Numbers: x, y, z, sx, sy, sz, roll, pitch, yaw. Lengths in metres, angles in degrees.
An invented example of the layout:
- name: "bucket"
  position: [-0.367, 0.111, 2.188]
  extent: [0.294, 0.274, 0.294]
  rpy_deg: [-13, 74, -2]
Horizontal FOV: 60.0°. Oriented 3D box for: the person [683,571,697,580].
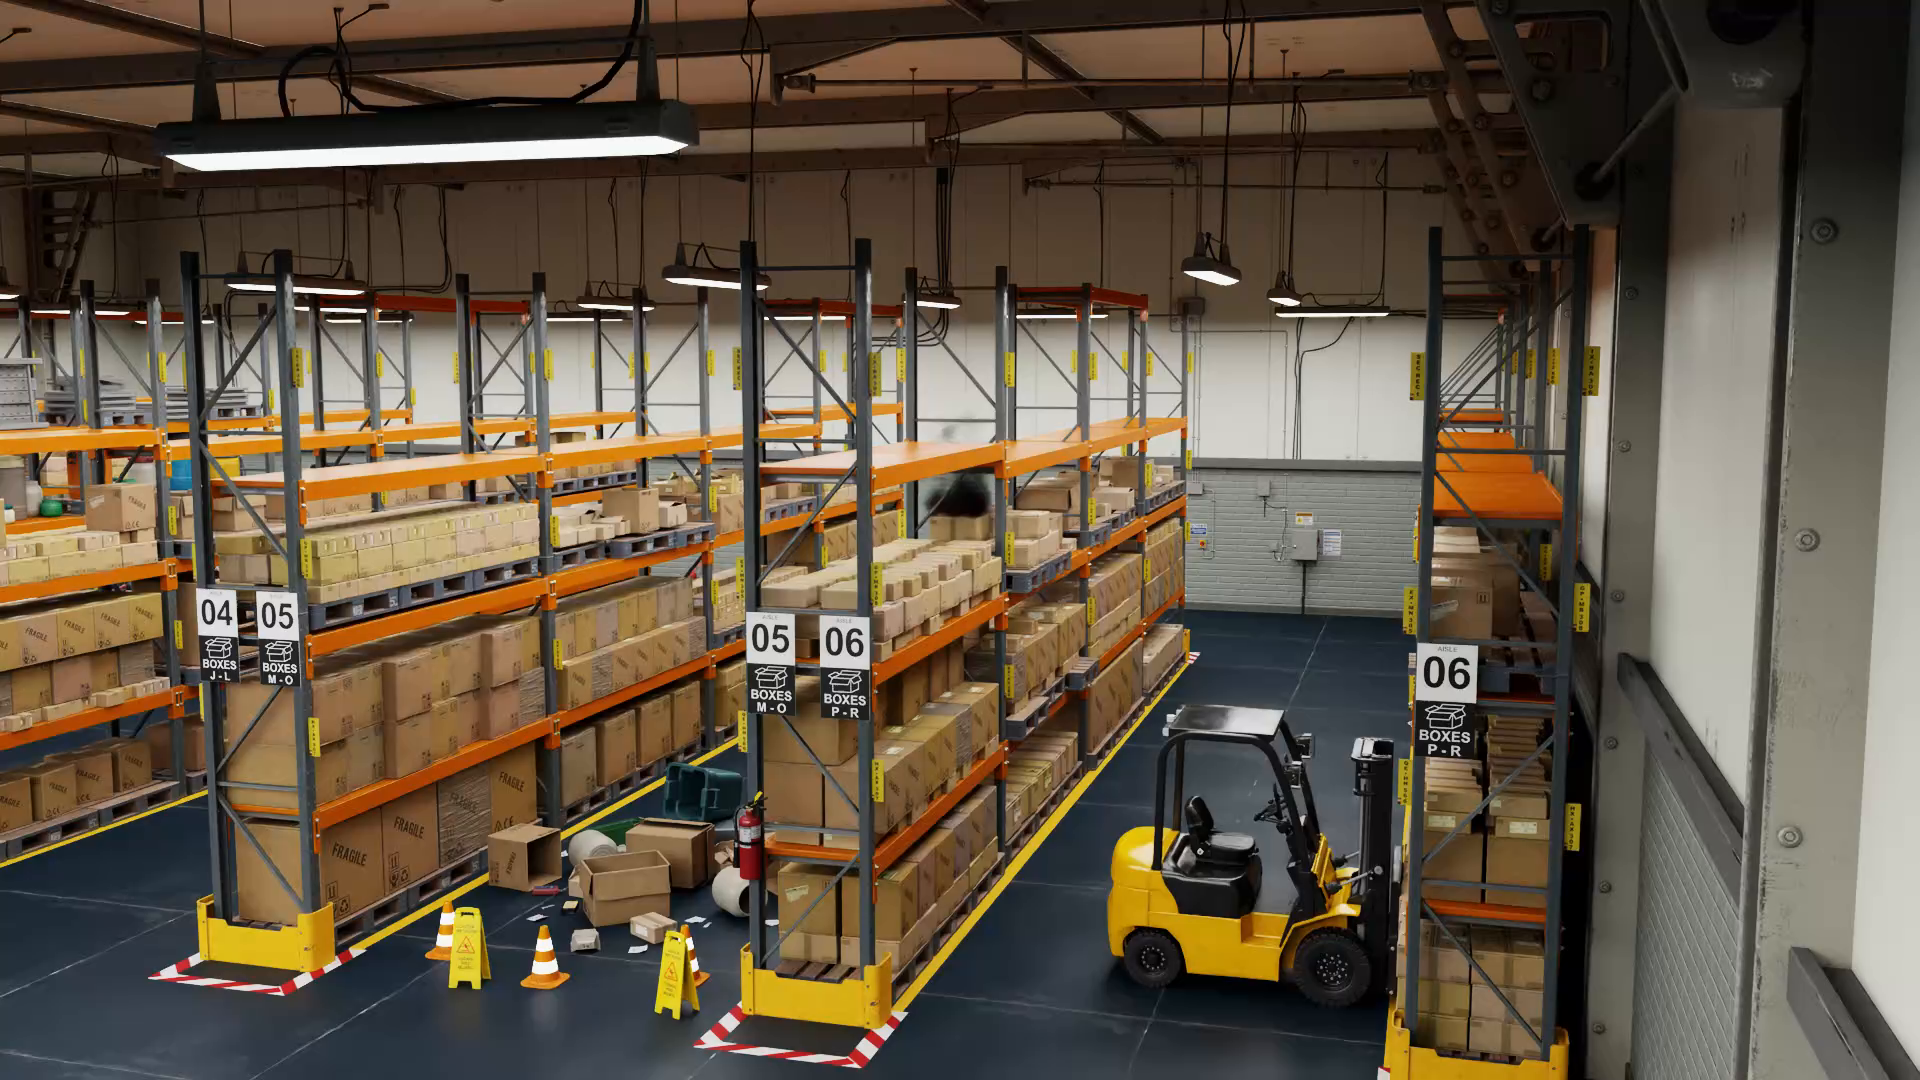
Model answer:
- name: "person"
  position: [-4.255, 1.348, 26.402]
  extent: [0.653, 1.749, 0.734]
  rpy_deg: [1, 7, 13]
